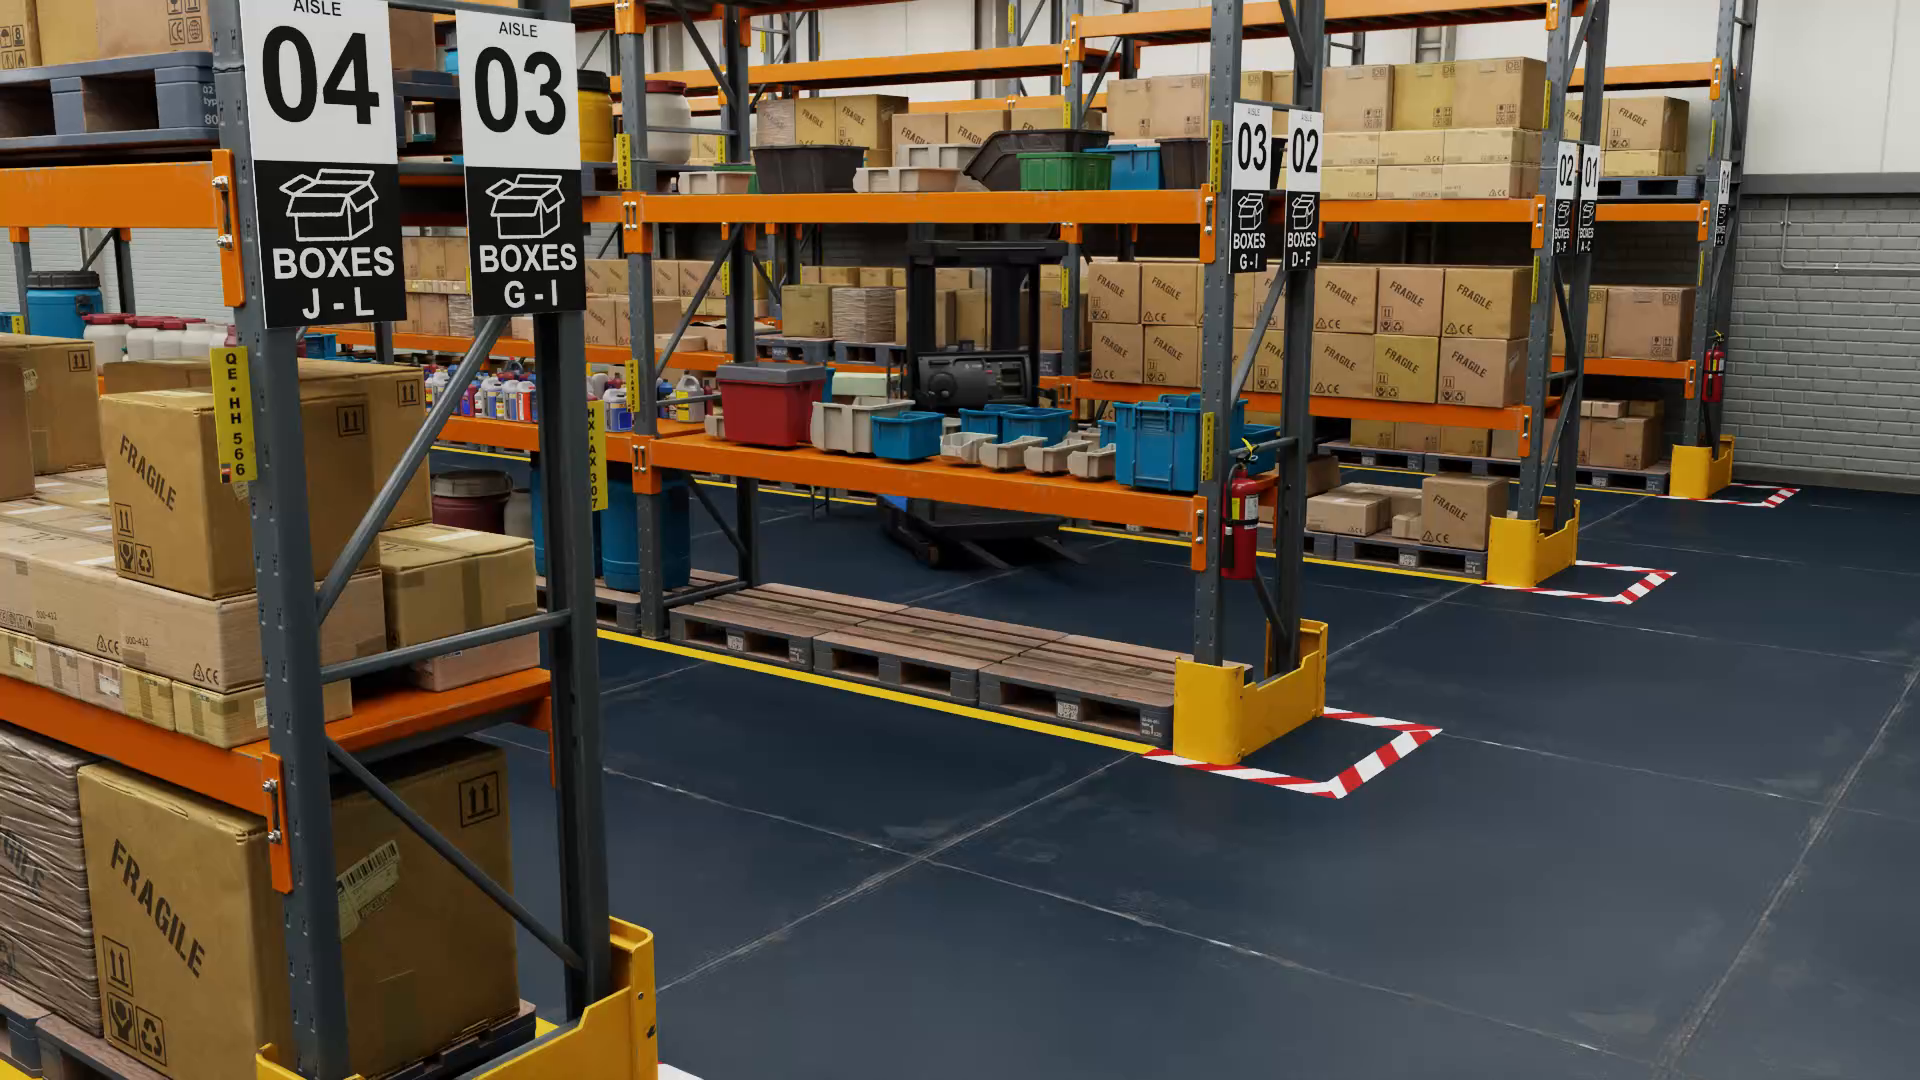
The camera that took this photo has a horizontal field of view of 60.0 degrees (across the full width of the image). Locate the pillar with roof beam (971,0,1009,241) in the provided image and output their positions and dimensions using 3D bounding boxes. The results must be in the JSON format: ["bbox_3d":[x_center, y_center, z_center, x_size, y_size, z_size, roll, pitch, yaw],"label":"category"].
[{"bbox_3d":[-2.157,-5.438,18.449,0.400,9.000,9.100,8,13,36],"label":"pillar with roof beam"}]

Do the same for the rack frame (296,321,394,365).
[{"bbox_3d":[-4.937,-1.357,13.146,0.127,3.000,1.000,8,13,36],"label":"rack frame"}]

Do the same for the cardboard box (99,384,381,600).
[{"bbox_3d":[-1.969,-0.154,4.567,0.500,0.500,0.500,8,14,36],"label":"cardboard box"}]

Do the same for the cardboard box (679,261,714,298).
[{"bbox_3d":[-3.667,-3.747,23.868,0.500,0.500,0.500,7,13,34],"label":"cardboard box"}]

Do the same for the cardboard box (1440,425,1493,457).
[{"bbox_3d":[5.508,-1.188,17.748,0.500,0.500,0.700,8,14,37],"label":"cardboard box"}]

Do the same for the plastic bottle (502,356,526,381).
[{"bbox_3d":[-3.334,-1.200,12.463,0.185,0.351,0.144,8,13,36],"label":"plastic bottle"}]

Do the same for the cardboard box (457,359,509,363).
[{"bbox_3d":[-5.823,-1.944,20.340,0.500,0.500,0.500,8,13,36],"label":"cardboard box"}]

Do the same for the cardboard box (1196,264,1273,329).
[{"bbox_3d":[2.265,-1.993,13.539,0.500,0.500,0.500,7,13,34],"label":"cardboard box"}]

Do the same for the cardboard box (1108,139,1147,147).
[{"bbox_3d":[1.466,-3.217,13.942,0.500,0.250,0.500,8,13,36],"label":"cardboard box"}]

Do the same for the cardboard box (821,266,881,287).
[{"bbox_3d":[-1.461,-3.462,22.606,0.500,0.500,0.700,10,15,41],"label":"cardboard box"}]

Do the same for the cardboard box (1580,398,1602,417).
[{"bbox_3d":[6.334,-1.350,16.879,0.250,0.149,0.380,8,14,37],"label":"cardboard box"}]

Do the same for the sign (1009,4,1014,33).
[{"bbox_3d":[0.613,-6.232,19.885,0.005,0.325,0.100,8,13,36],"label":"sign"}]

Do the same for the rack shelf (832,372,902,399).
[{"bbox_3d":[-0.920,-1.308,14.791,0.720,0.370,0.431,3,11,16],"label":"rack shelf"}]

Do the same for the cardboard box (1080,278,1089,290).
[{"bbox_3d":[1.583,-2.924,20.149,0.500,0.500,0.500,9,14,37],"label":"cardboard box"}]

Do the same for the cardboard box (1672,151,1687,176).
[{"bbox_3d":[6.932,-3.748,16.635,0.500,0.250,0.500,9,14,38],"label":"cardboard box"}]

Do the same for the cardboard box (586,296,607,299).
[{"bbox_3d":[-4.192,-2.465,18.613,0.500,0.500,0.500,9,14,40],"label":"cardboard box"}]

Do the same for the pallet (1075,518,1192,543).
[{"bbox_3d":[1.775,-0.219,14.604,1.213,0.211,1.003,8,13,36],"label":"pallet"}]

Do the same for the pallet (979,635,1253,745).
[{"bbox_3d":[0.869,0.813,9.272,1.213,0.211,1.003,8,13,36],"label":"pallet"}]

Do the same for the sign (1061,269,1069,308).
[{"bbox_3d":[0.896,-2.148,14.188,0.005,0.325,0.100,8,13,36],"label":"sign"}]

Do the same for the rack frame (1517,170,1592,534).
[{"bbox_3d":[4.446,-1.215,12.414,0.127,3.000,1.000,8,13,36],"label":"rack frame"}]

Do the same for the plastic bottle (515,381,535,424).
[{"bbox_3d":[-2.923,-0.939,11.312,0.135,0.276,0.152,8,13,36],"label":"plastic bottle"}]

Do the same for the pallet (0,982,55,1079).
[{"bbox_3d":[-3.091,1.455,5.954,1.213,0.211,1.003,8,13,36],"label":"pallet"}]

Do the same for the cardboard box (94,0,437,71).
[{"bbox_3d":[-1.872,-1.526,4.493,0.500,0.500,0.700,7,13,32],"label":"cardboard box"}]

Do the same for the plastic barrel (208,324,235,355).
[{"bbox_3d":[-5.893,-1.495,13.564,0.421,0.512,0.421,0,11,0],"label":"plastic barrel"}]

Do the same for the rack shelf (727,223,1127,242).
[{"bbox_3d":[-0.390,-3.009,15.685,4.000,0.370,1.077,8,13,36],"label":"rack shelf"}]

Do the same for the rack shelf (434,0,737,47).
[{"bbox_3d":[-3.325,-3.528,11.520,4.000,0.370,1.077,8,13,36],"label":"rack shelf"}]

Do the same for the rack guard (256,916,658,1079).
[{"bbox_3d":[-1.402,1.531,4.801,0.348,0.500,1.175,8,13,36],"label":"rack guard"}]

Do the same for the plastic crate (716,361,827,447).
[{"bbox_3d":[-1.142,-0.829,10.092,0.583,0.464,0.402,8,13,36],"label":"plastic crate"}]

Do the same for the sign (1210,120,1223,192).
[{"bbox_3d":[1.198,-1.793,7.777,0.005,0.325,0.100,8,13,36],"label":"sign"}]

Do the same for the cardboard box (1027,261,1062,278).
[{"bbox_3d":[1.163,-3.353,20.390,0.500,0.250,0.500,8,14,37],"label":"cardboard box"}]

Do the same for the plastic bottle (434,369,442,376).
[{"bbox_3d":[-4.091,-1.237,13.052,0.097,0.201,0.097,0,11,0],"label":"plastic bottle"}]

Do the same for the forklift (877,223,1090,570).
[{"bbox_3d":[0.182,-1.308,13.072,1.130,2.935,3.031,-3,11,-16],"label":"forklift"}]

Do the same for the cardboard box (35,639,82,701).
[{"bbox_3d":[-2.517,0.349,4.991,0.250,0.149,0.380,8,14,37],"label":"cardboard box"}]

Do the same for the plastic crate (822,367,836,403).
[{"bbox_3d":[-1.135,-0.928,10.816,0.575,0.384,0.392,8,13,36],"label":"plastic crate"}]

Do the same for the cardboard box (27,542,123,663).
[{"bbox_3d":[-2.377,0.157,4.930,0.500,0.250,0.500,8,13,35],"label":"cardboard box"}]

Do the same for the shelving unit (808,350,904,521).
[{"bbox_3d":[-0.920,-0.925,14.865,0.755,1.500,0.431,3,11,16],"label":"shelving unit"}]

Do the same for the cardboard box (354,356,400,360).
[{"bbox_3d":[-7.335,-2.034,20.805,0.500,0.500,0.500,8,13,36],"label":"cardboard box"}]

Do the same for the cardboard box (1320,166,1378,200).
[{"bbox_3d":[3.068,-2.744,12.813,0.500,0.250,0.500,8,13,36],"label":"cardboard box"}]

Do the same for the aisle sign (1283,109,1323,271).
[{"bbox_3d":[1.744,-1.771,8.443,0.004,0.787,0.394,8,13,36],"label":"aisle sign"}]

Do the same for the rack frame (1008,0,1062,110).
[{"bbox_3d":[0.927,-5.819,20.416,0.127,3.000,1.000,8,13,36],"label":"rack frame"}]

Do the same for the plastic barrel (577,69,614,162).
[{"bbox_3d":[-2.569,-2.750,10.848,0.600,0.588,0.600,0,11,0],"label":"plastic barrel"}]

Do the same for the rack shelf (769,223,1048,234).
[{"bbox_3d":[-0.685,-4.218,21.931,4.000,0.370,1.077,8,13,36],"label":"rack shelf"}]

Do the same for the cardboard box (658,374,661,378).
[{"bbox_3d":[-4.557,-2.513,25.044,0.500,0.311,0.500,9,14,40],"label":"cardboard box"}]

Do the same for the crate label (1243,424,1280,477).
[{"bbox_3d":[1.507,-0.483,8.911,0.303,0.233,0.416,8,13,36],"label":"crate label"}]

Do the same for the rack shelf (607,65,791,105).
[{"bbox_3d":[-3.614,-4.735,17.762,4.000,0.370,1.077,8,13,36],"label":"rack shelf"}]

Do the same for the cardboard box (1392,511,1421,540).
[{"bbox_3d":[3.588,-0.123,13.069,0.250,0.166,0.380,8,13,36],"label":"cardboard box"}]

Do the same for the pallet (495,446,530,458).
[{"bbox_3d":[-4.610,-1.119,19.256,1.213,0.211,1.003,8,13,36],"label":"pallet"}]

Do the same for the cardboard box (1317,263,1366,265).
[{"bbox_3d":[3.008,-2.017,13.663,0.500,0.500,0.500,8,13,35],"label":"cardboard box"}]

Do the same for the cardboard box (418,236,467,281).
[{"bbox_3d":[-5.996,-3.356,19.801,0.500,0.500,0.700,8,13,35],"label":"cardboard box"}]

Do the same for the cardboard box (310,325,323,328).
[{"bbox_3d":[-8.082,-3.009,21.422,0.500,0.500,0.700,8,14,36],"label":"cardboard box"}]

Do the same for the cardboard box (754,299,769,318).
[{"bbox_3d":[-2.858,-3.266,23.358,0.500,0.250,0.500,8,14,36],"label":"cardboard box"}]

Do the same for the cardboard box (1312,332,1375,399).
[{"bbox_3d":[3.104,-1.388,13.043,0.500,0.500,0.500,8,14,36],"label":"cardboard box"}]

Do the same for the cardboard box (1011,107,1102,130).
[{"bbox_3d":[0.859,-3.510,14.746,0.600,0.600,0.600,6,13,30],"label":"cardboard box"}]

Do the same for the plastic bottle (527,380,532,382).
[{"bbox_3d":[-2.973,-0.973,11.500,0.097,0.271,0.097,0,11,0],"label":"plastic bottle"}]

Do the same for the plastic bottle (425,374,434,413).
[{"bbox_3d":[-3.772,-1.048,11.891,0.097,0.271,0.097,0,11,0],"label":"plastic bottle"}]

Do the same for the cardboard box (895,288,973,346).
[{"bbox_3d":[-0.239,-2.109,15.667,0.500,0.500,0.700,4,12,21],"label":"cardboard box"}]
